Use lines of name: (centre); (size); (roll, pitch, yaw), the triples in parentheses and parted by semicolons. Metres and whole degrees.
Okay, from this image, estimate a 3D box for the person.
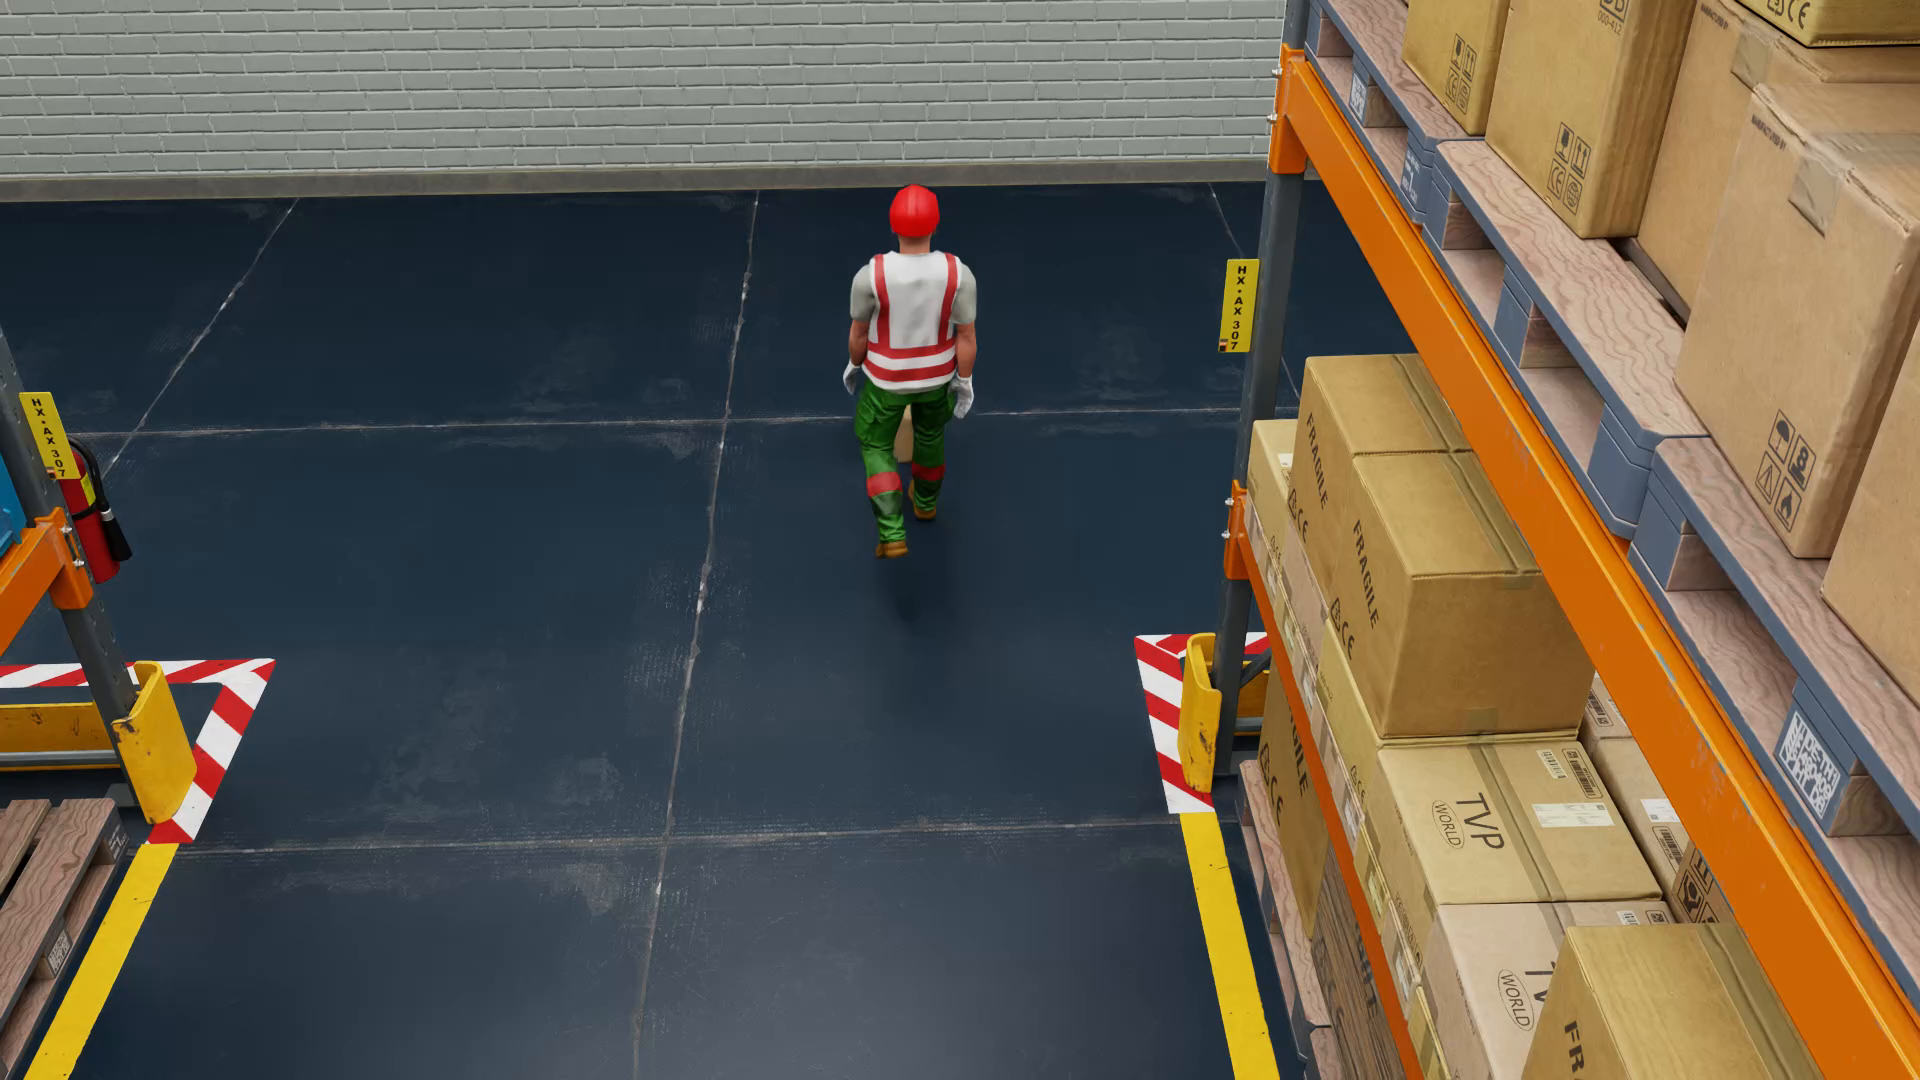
person: (-0.224, -0.731, 7.159); (0.545, 1.767, 0.850); (-7, 36, -10)
